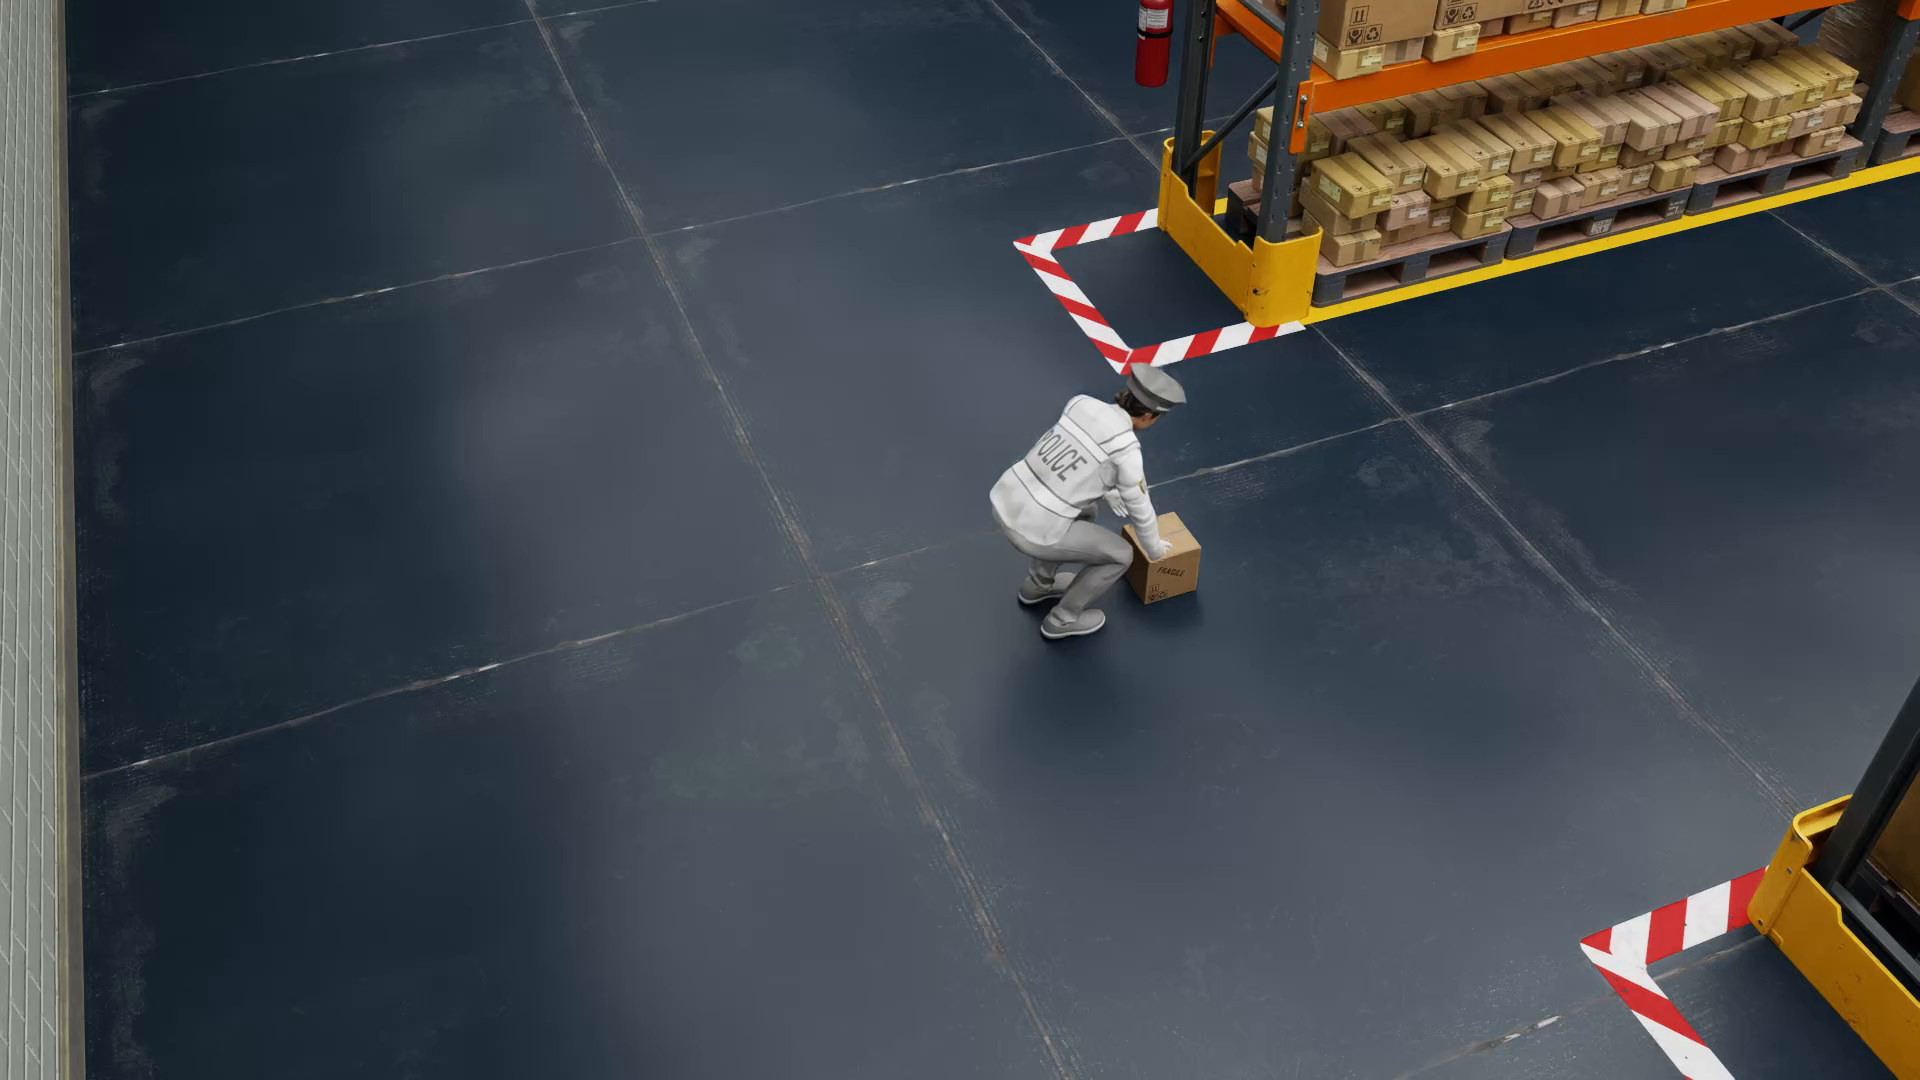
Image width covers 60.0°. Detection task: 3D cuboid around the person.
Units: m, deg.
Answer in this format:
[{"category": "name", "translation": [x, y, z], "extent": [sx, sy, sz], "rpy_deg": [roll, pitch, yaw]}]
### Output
[{"category": "person", "translation": [0.591, -0.020, 6.886], "extent": [0.890, 0.824, 0.464], "rpy_deg": [-16, 44, -17]}]
